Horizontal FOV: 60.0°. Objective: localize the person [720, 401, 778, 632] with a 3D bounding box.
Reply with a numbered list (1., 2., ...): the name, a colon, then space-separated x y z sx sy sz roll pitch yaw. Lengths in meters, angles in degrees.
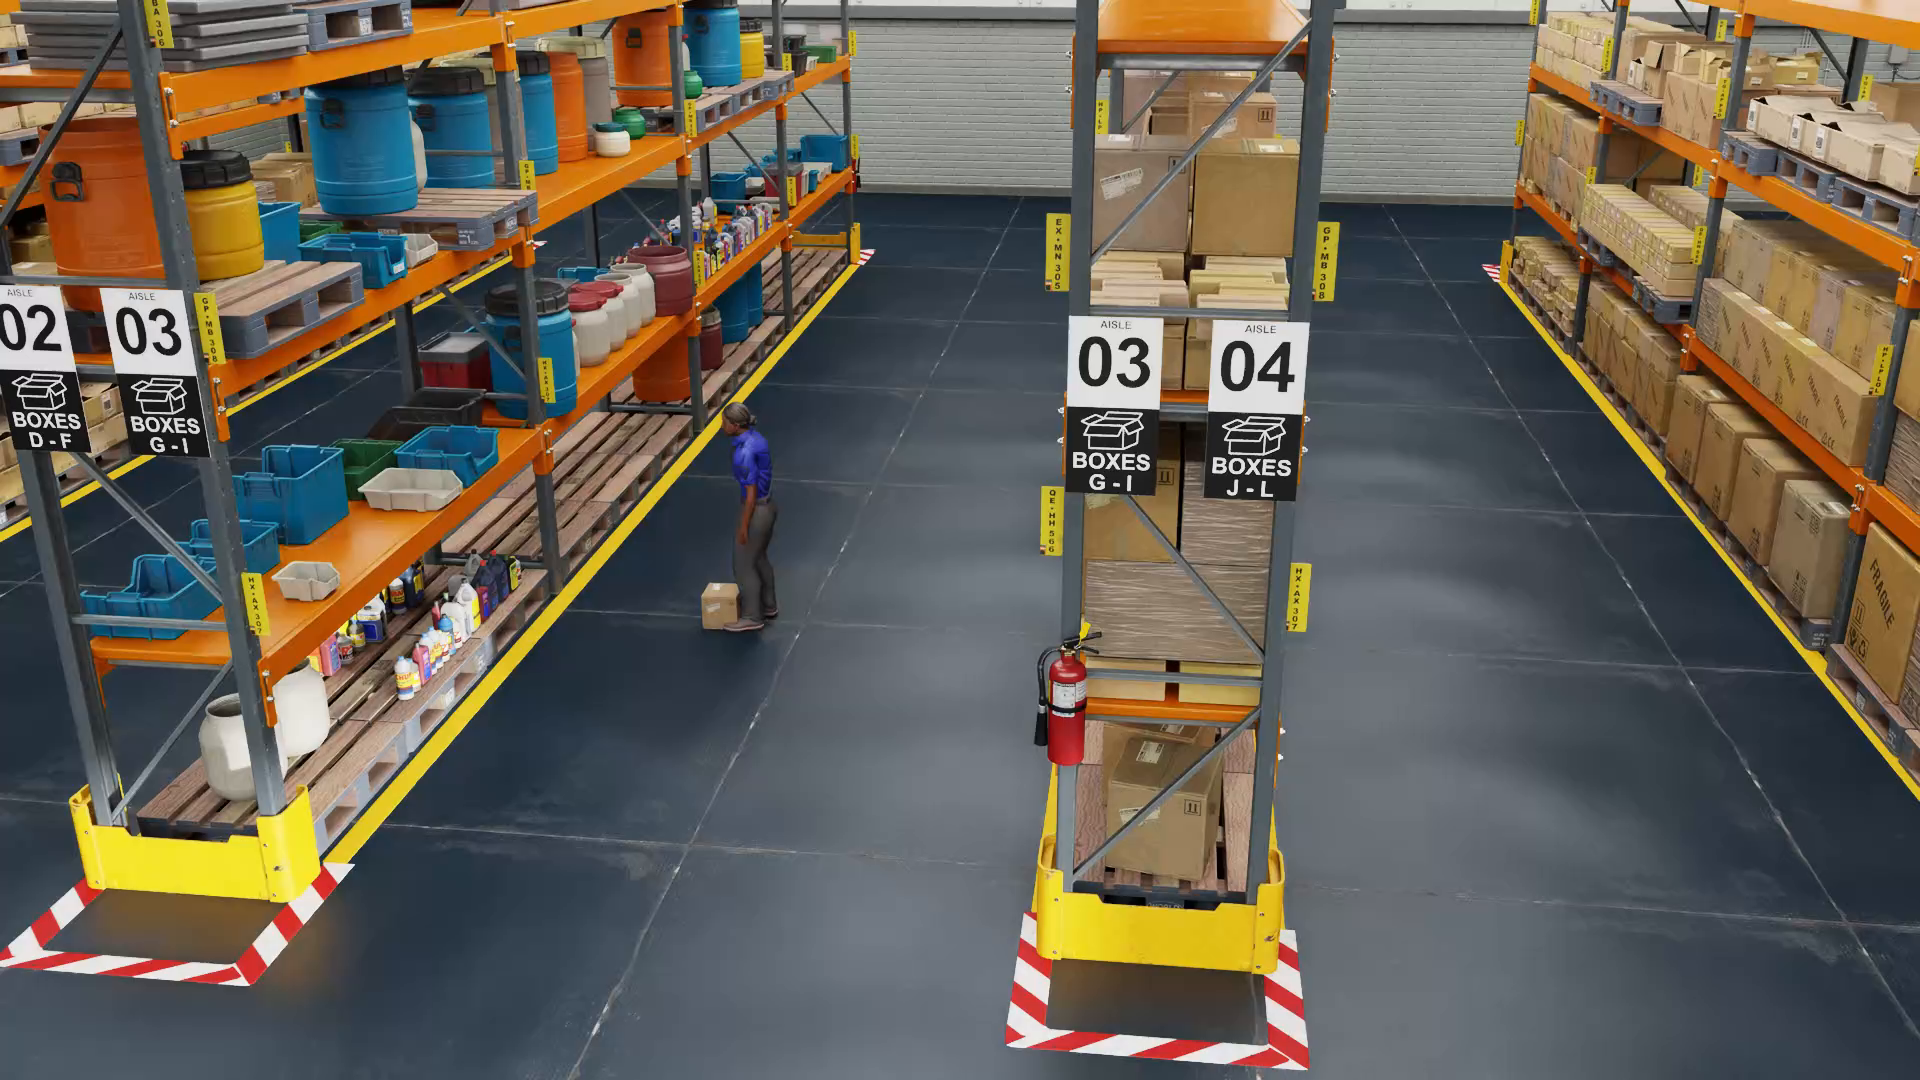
1. person: -1.474 -0.175 11.541 0.403 1.654 0.531 1 21 3
